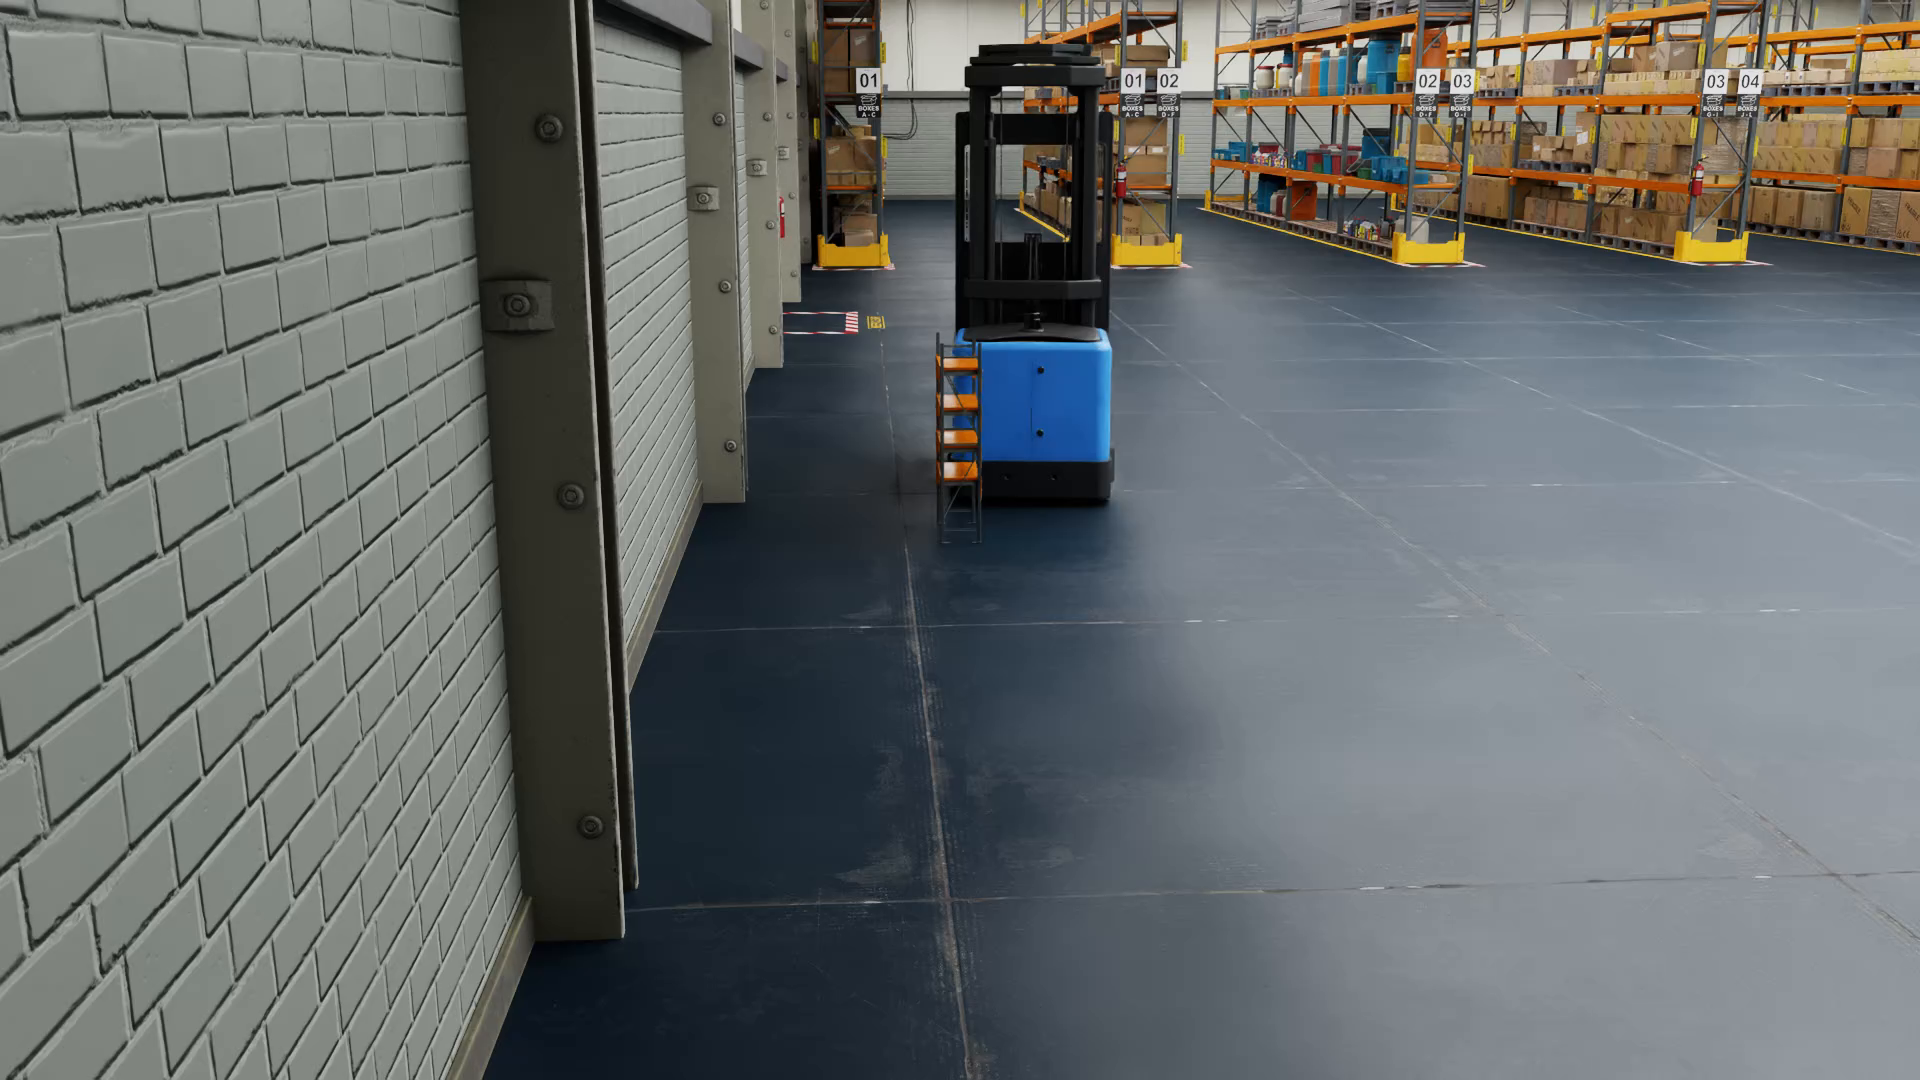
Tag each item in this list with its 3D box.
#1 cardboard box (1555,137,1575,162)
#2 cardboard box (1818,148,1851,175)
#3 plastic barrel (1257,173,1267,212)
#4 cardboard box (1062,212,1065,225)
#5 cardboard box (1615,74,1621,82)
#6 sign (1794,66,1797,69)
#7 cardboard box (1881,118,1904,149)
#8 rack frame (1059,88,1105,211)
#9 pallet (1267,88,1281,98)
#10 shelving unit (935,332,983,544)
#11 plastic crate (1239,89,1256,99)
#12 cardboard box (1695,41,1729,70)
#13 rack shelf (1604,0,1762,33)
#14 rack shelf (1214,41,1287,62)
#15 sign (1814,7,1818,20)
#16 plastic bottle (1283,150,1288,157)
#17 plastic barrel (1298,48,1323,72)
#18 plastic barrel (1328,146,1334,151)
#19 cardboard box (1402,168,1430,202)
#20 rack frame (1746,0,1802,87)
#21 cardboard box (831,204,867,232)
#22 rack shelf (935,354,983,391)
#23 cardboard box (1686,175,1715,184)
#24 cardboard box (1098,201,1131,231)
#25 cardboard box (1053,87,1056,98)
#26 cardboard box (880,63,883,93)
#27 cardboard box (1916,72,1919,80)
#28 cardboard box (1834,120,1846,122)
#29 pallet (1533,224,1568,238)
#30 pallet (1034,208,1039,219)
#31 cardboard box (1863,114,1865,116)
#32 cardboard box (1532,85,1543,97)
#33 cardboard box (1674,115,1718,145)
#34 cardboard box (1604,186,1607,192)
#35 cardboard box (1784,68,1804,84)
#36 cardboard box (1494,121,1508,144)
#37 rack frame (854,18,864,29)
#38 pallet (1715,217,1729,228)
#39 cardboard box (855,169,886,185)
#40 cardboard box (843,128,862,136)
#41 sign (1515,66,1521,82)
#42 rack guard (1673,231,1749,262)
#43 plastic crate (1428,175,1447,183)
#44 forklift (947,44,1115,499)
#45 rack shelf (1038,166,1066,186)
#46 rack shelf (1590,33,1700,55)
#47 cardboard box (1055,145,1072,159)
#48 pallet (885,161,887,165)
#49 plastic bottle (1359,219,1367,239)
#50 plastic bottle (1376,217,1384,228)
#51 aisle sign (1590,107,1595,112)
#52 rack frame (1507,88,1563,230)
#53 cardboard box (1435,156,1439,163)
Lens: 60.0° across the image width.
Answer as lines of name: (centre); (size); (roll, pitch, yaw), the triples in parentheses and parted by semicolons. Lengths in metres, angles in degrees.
cardboard box: (12.585, -7.971, 33.937); (0.797, 0.503, 0.637); (1, 14, 2)
cardboard box: (17.442, -7.513, 33.008); (0.500, 0.500, 0.500); (-1, 14, -4)
plastic barrel: (7.362, -8.253, 39.450); (0.600, 0.901, 0.708); (-1, 14, -3)
cardboard box: (2.421, -6.743, 34.888); (0.500, 0.250, 0.500); (-1, 14, -5)
cardboard box: (12.582, -8.710, 31.341); (0.380, 0.149, 0.250); (-2, 15, -6)
sign: (18.048, -10.082, 35.975); (0.100, 0.325, 0.005); (-1, 14, -3)
cardboard box: (17.776, -7.571, 30.965); (0.875, 0.550, 0.550); (-1, 14, -3)
rack frame: (2.649, -8.131, 35.607); (1.000, 3.000, 0.127); (-1, 14, -3)
pallet: (7.565, -10.087, 37.569); (1.003, 0.211, 1.213); (-1, 14, -3)
shelving unit: (-0.010, -0.622, 10.037); (0.258, 1.200, 0.503); (-1, 14, -3)
plastic crate: (6.970, -10.794, 40.275); (0.416, 0.233, 0.300); (-1, 14, -3)
cardboard box: (13.210, -8.554, 29.431); (0.500, 0.500, 0.500); (-1, 14, -4)
rack shelf: (12.908, -9.346, 29.741); (1.077, 0.370, 4.000); (-1, 14, -3)
rack shelf: (7.222, -12.062, 41.092); (1.077, 0.370, 4.000); (-1, 14, -3)
sign: (22.475, -13.826, 43.670); (0.100, 0.325, 0.005); (-1, 14, -3)
plastic bottle: (7.597, -8.905, 38.717); (0.144, 0.351, 0.185); (-1, 14, -3)
plastic barrel: (7.561, -10.212, 35.970); (0.600, 0.830, 0.708); (-1, 14, -3)
plastic barrel: (7.870, -8.008, 34.905); (0.421, 0.512, 0.421); (0, 14, 0)
cardboard box: (12.161, -9.289, 43.529); (0.875, 0.875, 0.875); (-1, 14, -3)
rack frame: (17.493, -11.240, 35.650); (1.000, 3.000, 0.127); (-1, 14, -3)
cardboard box: (-2.191, -6.372, 32.904); (0.700, 0.500, 0.500); (-1, 14, -5)
rack shelf: (-0.010, -1.003, 9.939); (0.258, 0.148, 0.480); (-1, 14, -3)
cardboard box: (12.809, -6.239, 28.760); (0.380, 0.149, 0.250); (-1, 14, -3)
cardboard box: (2.738, -5.753, 29.538); (0.500, 0.500, 0.500); (-1, 14, -3)
cardboard box: (2.525, -9.996, 36.636); (0.910, 0.500, 0.500); (-1, 14, -3)
cardboard box: (-1.568, -7.796, 28.044); (0.500, 0.500, 0.500); (0, 14, 0)
cardboard box: (17.536, -8.384, 30.033); (0.380, 0.149, 0.250); (-1, 14, -3)
cardboard box: (21.875, -10.076, 40.962); (0.500, 0.500, 0.500); (-1, 14, -4)
pallet: (12.656, -6.435, 34.614); (1.003, 0.211, 1.213); (-1, 14, -3)
pallet: (2.360, -7.946, 40.485); (1.003, 0.211, 1.213); (-1, 14, -3)
cardboard box: (22.387, -10.423, 41.009); (0.380, 0.149, 0.250); (-1, 14, -3)
cardboard box: (12.343, -9.414, 34.877); (0.500, 0.250, 0.500); (-1, 14, -2)
cardboard box: (12.752, -7.103, 28.808); (0.500, 0.500, 0.500); (-1, 14, -3)
cardboard box: (16.822, -9.038, 42.819); (0.380, 0.149, 0.250); (0, 14, -1)
cardboard box: (17.382, -9.560, 34.277); (0.500, 0.311, 0.500); (-1, 14, -4)
cardboard box: (12.470, -9.161, 37.398); (0.797, 0.503, 0.637); (-1, 14, -2)
rack frame: (-2.047, -9.964, 30.693); (1.000, 3.000, 0.127); (-1, 14, -3)
pallet: (17.446, -7.178, 37.501); (1.003, 0.211, 1.213); (-1, 14, -3)
cardboard box: (-1.512, -6.127, 28.081); (0.500, 0.250, 0.500); (-1, 14, -5)
cardboard box: (-2.243, -8.544, 34.827); (0.380, 0.149, 0.250); (-3, 15, -11)
sign: (11.982, -10.018, 35.725); (0.100, 0.325, 0.005); (-1, 14, -3)
rack guard: (13.028, -5.101, 28.850); (1.175, 0.500, 0.348); (-1, 14, -3)
plastic crate: (8.355, -6.316, 29.085); (0.298, 0.136, 0.250); (-1, 14, -3)
forklift: (0.522, -2.002, 11.926); (1.130, 2.935, 3.031); (1, 14, 2)
rack shelf: (2.525, -8.280, 37.630); (1.077, 0.370, 4.000); (-1, 14, -3)
rack shelf: (17.122, -12.382, 41.540); (1.077, 0.370, 4.000); (-1, 14, -3)
cardboard box: (2.498, -8.537, 36.144); (0.700, 0.500, 0.500); (-6, 16, -22)
pallet: (-2.144, -7.785, 34.648); (1.213, 0.211, 1.003); (-1, 14, -3)
plastic bottle: (7.515, -5.782, 30.911); (0.144, 0.351, 0.185); (-1, 14, -4)
plastic bottle: (8.025, -5.984, 31.696); (0.144, 0.351, 0.185); (-1, 14, -3)
aisle sign: (16.694, -11.596, 43.859); (0.394, 0.787, 0.004); (-1, 14, -3)
rack frame: (12.537, -8.283, 36.198); (1.000, 3.000, 0.127); (-1, 14, -3)
cardboard box: (11.911, -9.354, 40.868); (0.380, 0.149, 0.250); (-1, 14, -4)
